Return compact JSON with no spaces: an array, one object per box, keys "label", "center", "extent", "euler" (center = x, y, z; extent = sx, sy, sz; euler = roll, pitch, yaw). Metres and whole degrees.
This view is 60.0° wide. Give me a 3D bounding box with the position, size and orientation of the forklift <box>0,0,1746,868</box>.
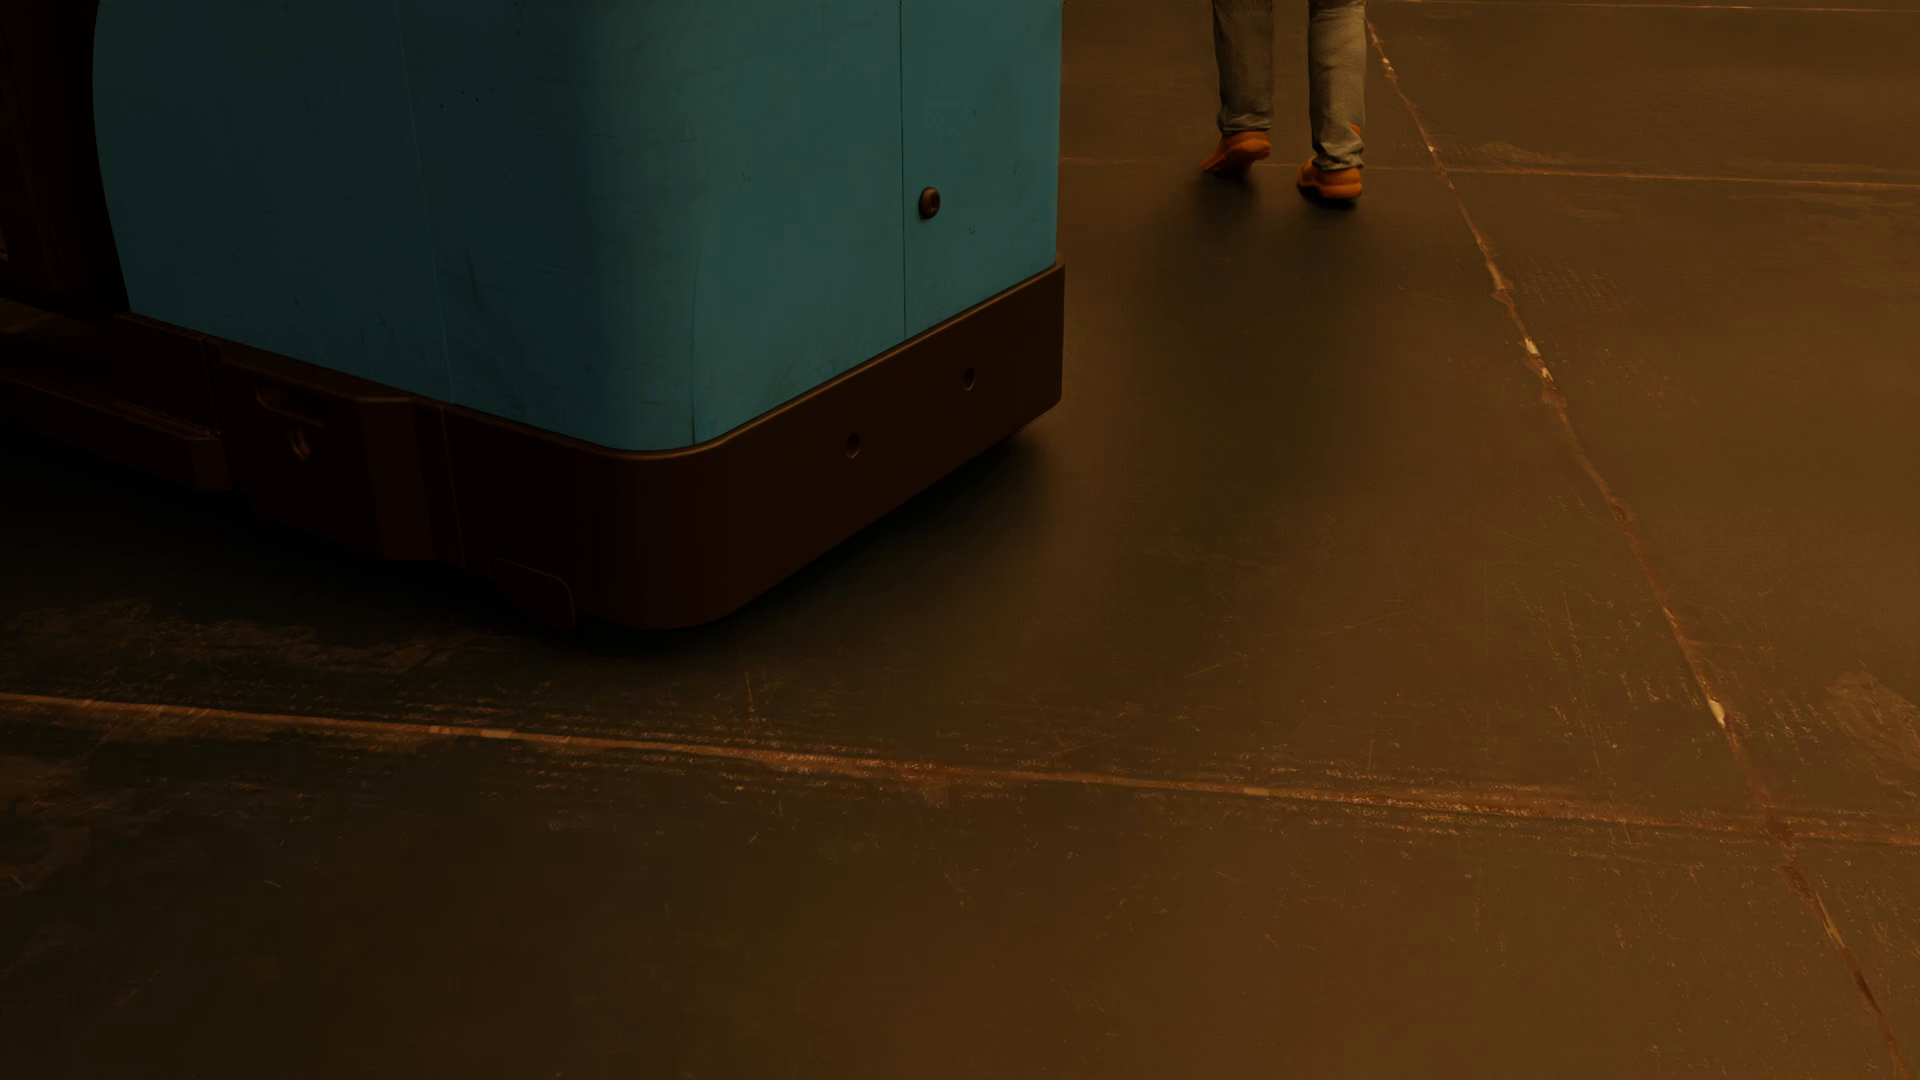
[{"label":"forklift","center":[-0.547,-1.418,2.059],"extent":[3.031,2.935,1.130],"euler":[13,29,24]}]
